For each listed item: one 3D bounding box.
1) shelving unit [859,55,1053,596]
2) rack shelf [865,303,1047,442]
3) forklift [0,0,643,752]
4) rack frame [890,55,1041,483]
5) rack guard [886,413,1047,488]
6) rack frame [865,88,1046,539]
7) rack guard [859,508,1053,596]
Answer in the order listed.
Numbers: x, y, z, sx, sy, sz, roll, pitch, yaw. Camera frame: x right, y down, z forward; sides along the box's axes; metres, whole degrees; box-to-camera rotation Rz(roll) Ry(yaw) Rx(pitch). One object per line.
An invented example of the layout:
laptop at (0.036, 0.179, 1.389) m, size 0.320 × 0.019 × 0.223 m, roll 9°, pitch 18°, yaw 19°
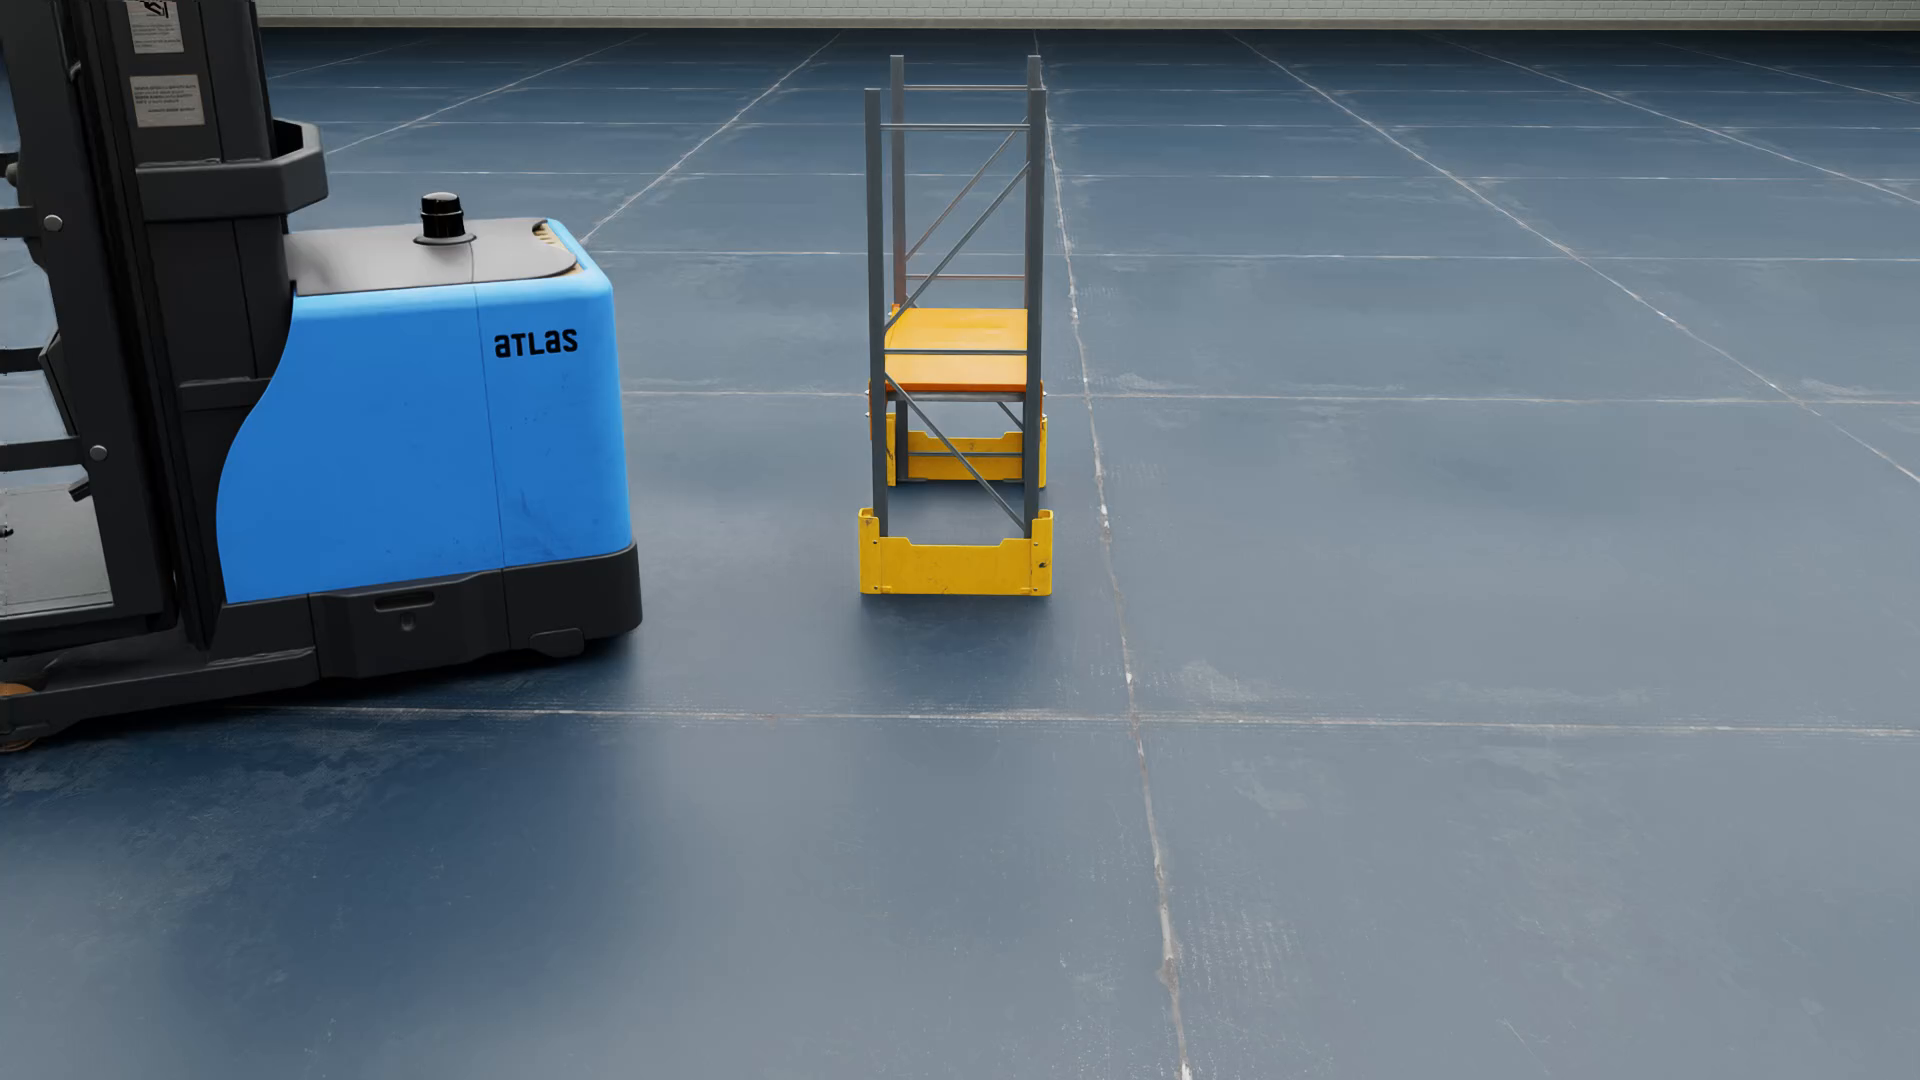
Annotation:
shelving unit at (0.002, -0.727, 5.329) m, size 0.587 × 1.500 × 1.083 m, roll 1°, pitch 21°, yaw 2°
rack shelf at (0.003, -0.562, 5.402) m, size 0.538 × 0.185 × 1.000 m, roll 1°, pitch 21°, yaw 2°
forklift at (-2.476, -1.027, 4.125) m, size 3.031 × 2.935 × 1.130 m, roll -8°, pitch 23°, yaw -19°
rack frame at (0.018, -0.914, 5.811) m, size 0.500 × 1.500 × 0.032 m, roll 1°, pitch 21°, yaw 2°
rack guard at (0.017, -0.324, 6.019) m, size 0.587 × 0.250 × 0.087 m, roll 1°, pitch 21°, yaw 2°
rack frame at (-0.013, -0.546, 4.863) m, size 0.500 × 1.500 × 0.032 m, roll 1°, pitch 21°, yaw 2°
rack guard at (-0.013, 0.036, 5.091) m, size 0.587 × 0.250 × 0.087 m, roll 1°, pitch 21°, yaw 2°
